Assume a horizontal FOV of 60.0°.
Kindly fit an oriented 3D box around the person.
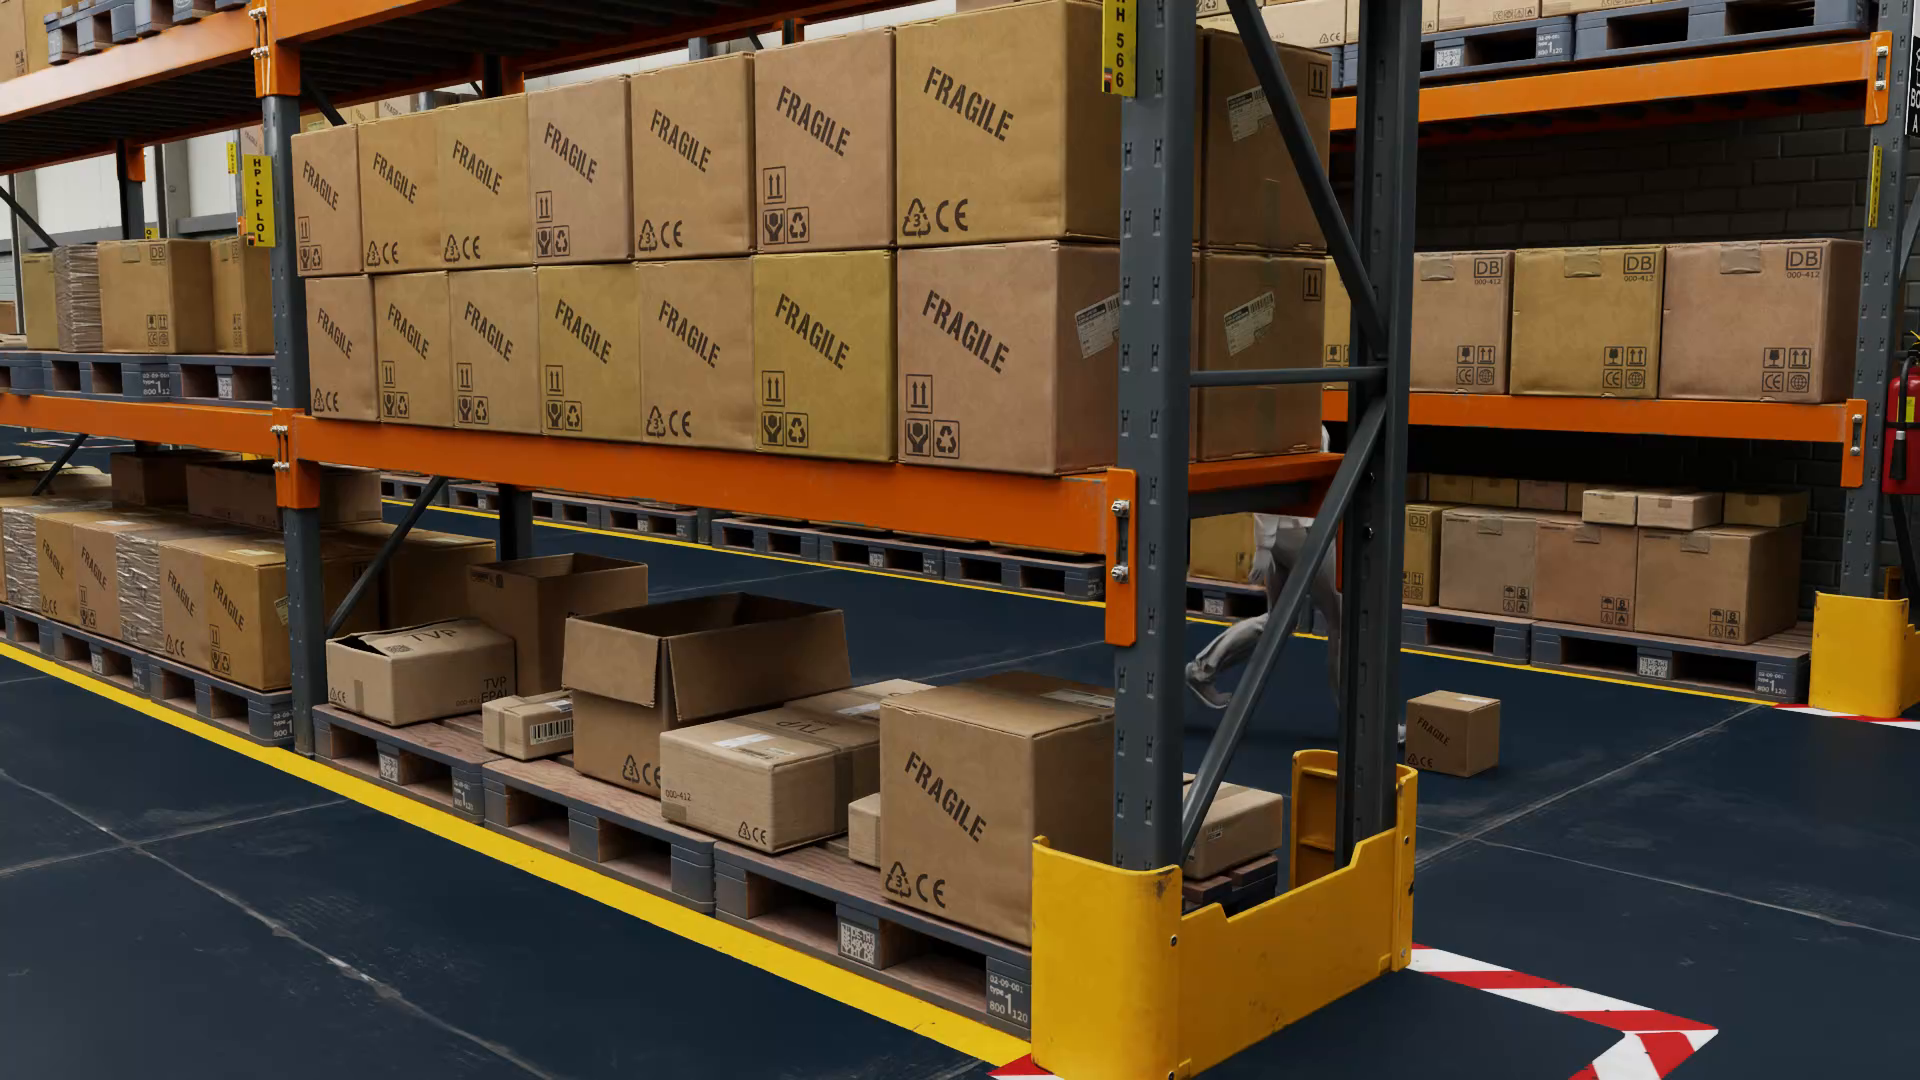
[{"bbox_3d":[1.320,-0.040,6.532,0.939,1.635,0.488,1,7,5],"label":"person"}]
